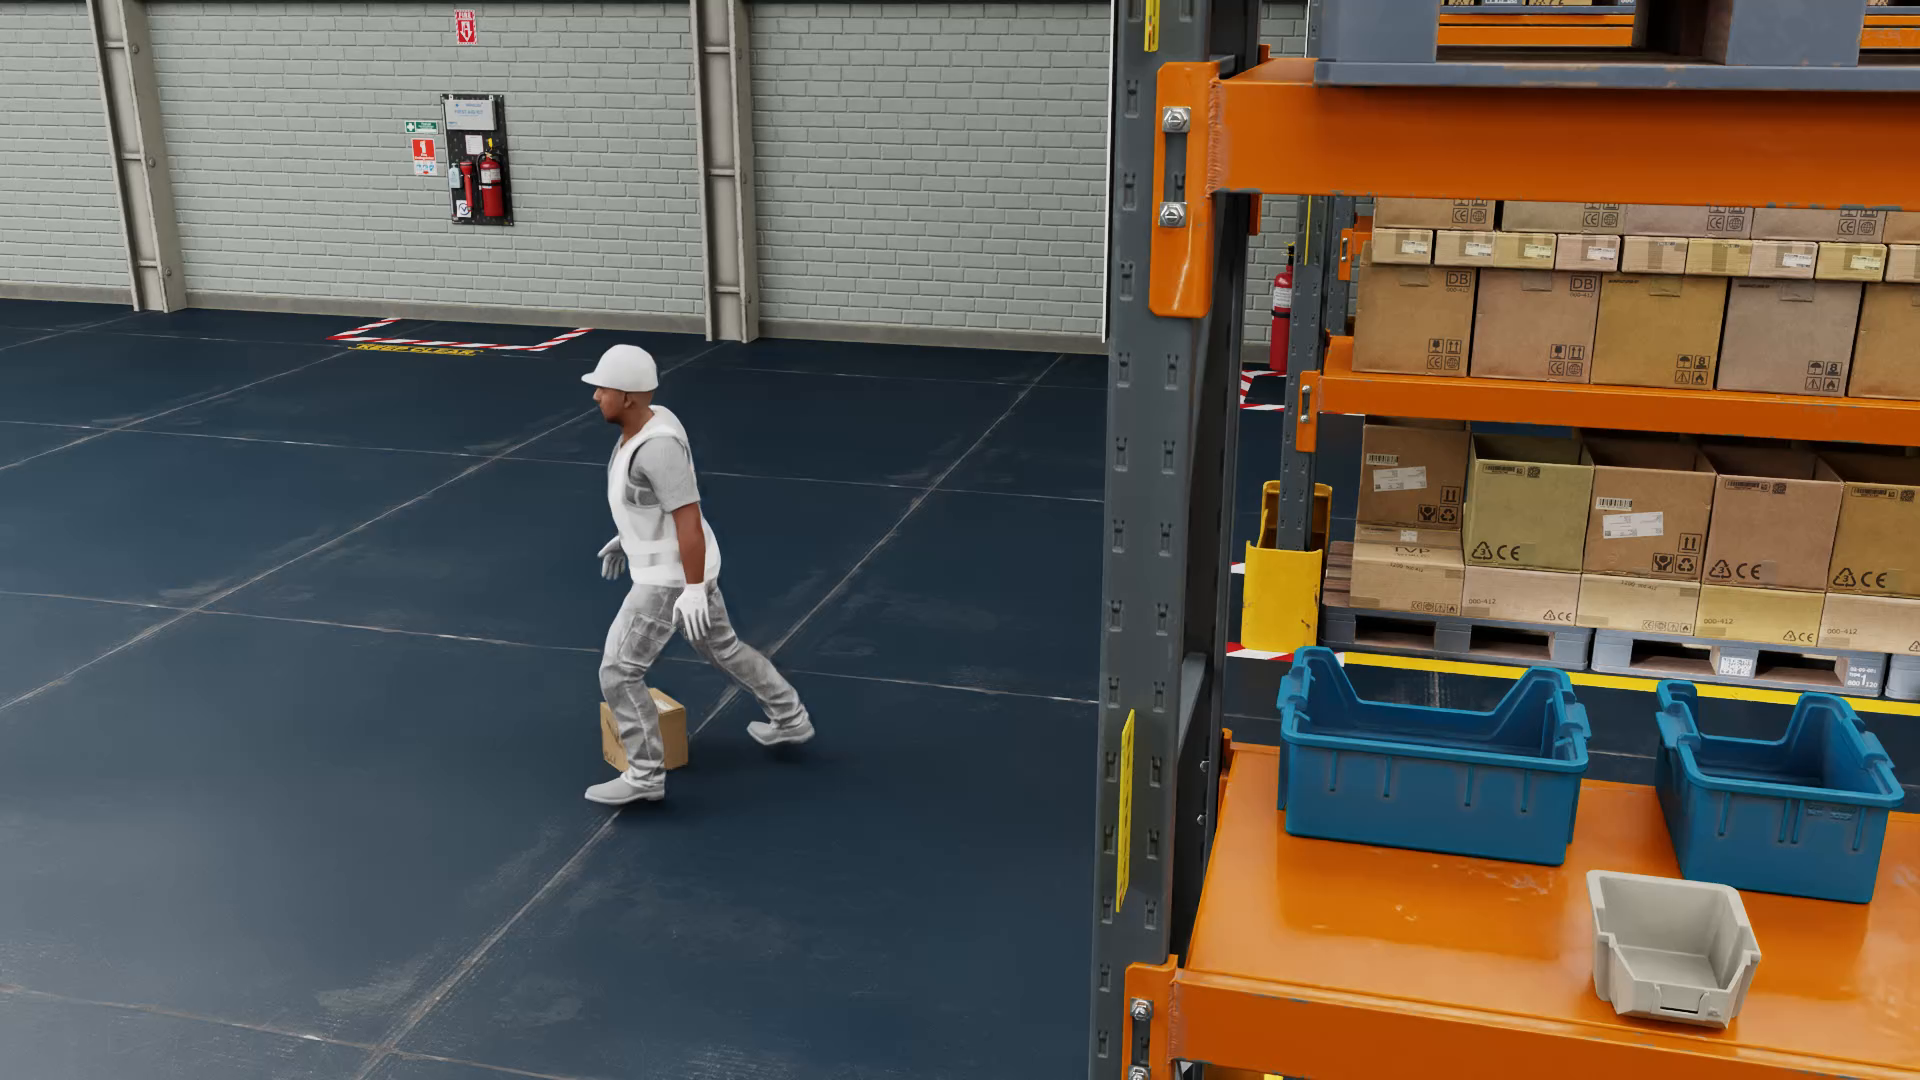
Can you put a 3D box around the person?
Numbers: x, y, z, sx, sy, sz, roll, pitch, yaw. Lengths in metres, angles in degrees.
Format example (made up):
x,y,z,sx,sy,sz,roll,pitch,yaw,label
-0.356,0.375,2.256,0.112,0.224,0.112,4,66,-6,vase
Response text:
x,y,z,sx,sy,sz,roll,pitch,yaw,label
-0.993,0.114,6.215,0.867,1.723,0.668,-2,18,-5,person
